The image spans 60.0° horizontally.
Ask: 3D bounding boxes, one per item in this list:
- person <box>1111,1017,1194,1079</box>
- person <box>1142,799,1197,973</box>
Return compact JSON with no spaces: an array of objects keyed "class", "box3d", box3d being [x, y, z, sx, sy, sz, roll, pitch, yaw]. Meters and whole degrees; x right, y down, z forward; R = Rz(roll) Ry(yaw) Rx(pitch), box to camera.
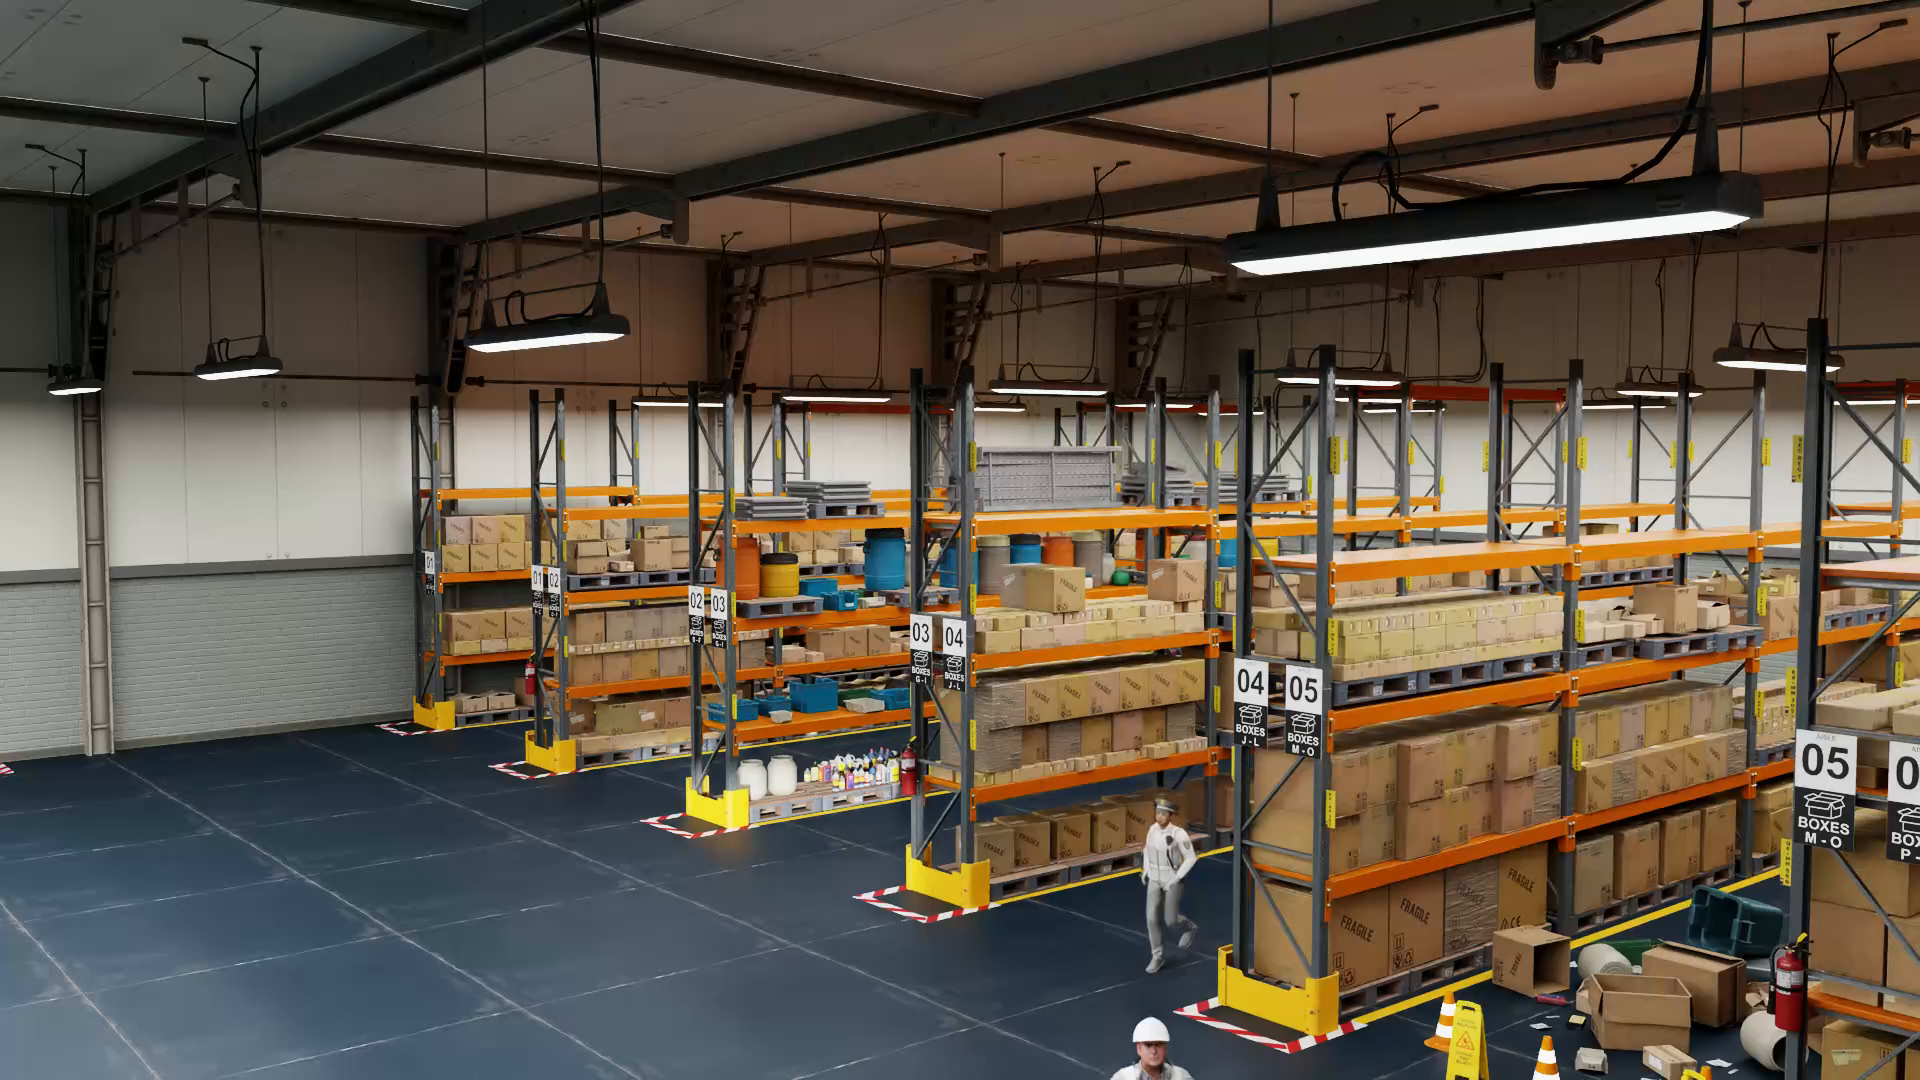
[{"class":"person","box3d":[1.151,3.709,9.885,0.673,1.740,0.825,0,3,0]},{"class":"person","box3d":[2.059,3.376,16.448,0.626,1.698,0.754,3,4,37]}]
